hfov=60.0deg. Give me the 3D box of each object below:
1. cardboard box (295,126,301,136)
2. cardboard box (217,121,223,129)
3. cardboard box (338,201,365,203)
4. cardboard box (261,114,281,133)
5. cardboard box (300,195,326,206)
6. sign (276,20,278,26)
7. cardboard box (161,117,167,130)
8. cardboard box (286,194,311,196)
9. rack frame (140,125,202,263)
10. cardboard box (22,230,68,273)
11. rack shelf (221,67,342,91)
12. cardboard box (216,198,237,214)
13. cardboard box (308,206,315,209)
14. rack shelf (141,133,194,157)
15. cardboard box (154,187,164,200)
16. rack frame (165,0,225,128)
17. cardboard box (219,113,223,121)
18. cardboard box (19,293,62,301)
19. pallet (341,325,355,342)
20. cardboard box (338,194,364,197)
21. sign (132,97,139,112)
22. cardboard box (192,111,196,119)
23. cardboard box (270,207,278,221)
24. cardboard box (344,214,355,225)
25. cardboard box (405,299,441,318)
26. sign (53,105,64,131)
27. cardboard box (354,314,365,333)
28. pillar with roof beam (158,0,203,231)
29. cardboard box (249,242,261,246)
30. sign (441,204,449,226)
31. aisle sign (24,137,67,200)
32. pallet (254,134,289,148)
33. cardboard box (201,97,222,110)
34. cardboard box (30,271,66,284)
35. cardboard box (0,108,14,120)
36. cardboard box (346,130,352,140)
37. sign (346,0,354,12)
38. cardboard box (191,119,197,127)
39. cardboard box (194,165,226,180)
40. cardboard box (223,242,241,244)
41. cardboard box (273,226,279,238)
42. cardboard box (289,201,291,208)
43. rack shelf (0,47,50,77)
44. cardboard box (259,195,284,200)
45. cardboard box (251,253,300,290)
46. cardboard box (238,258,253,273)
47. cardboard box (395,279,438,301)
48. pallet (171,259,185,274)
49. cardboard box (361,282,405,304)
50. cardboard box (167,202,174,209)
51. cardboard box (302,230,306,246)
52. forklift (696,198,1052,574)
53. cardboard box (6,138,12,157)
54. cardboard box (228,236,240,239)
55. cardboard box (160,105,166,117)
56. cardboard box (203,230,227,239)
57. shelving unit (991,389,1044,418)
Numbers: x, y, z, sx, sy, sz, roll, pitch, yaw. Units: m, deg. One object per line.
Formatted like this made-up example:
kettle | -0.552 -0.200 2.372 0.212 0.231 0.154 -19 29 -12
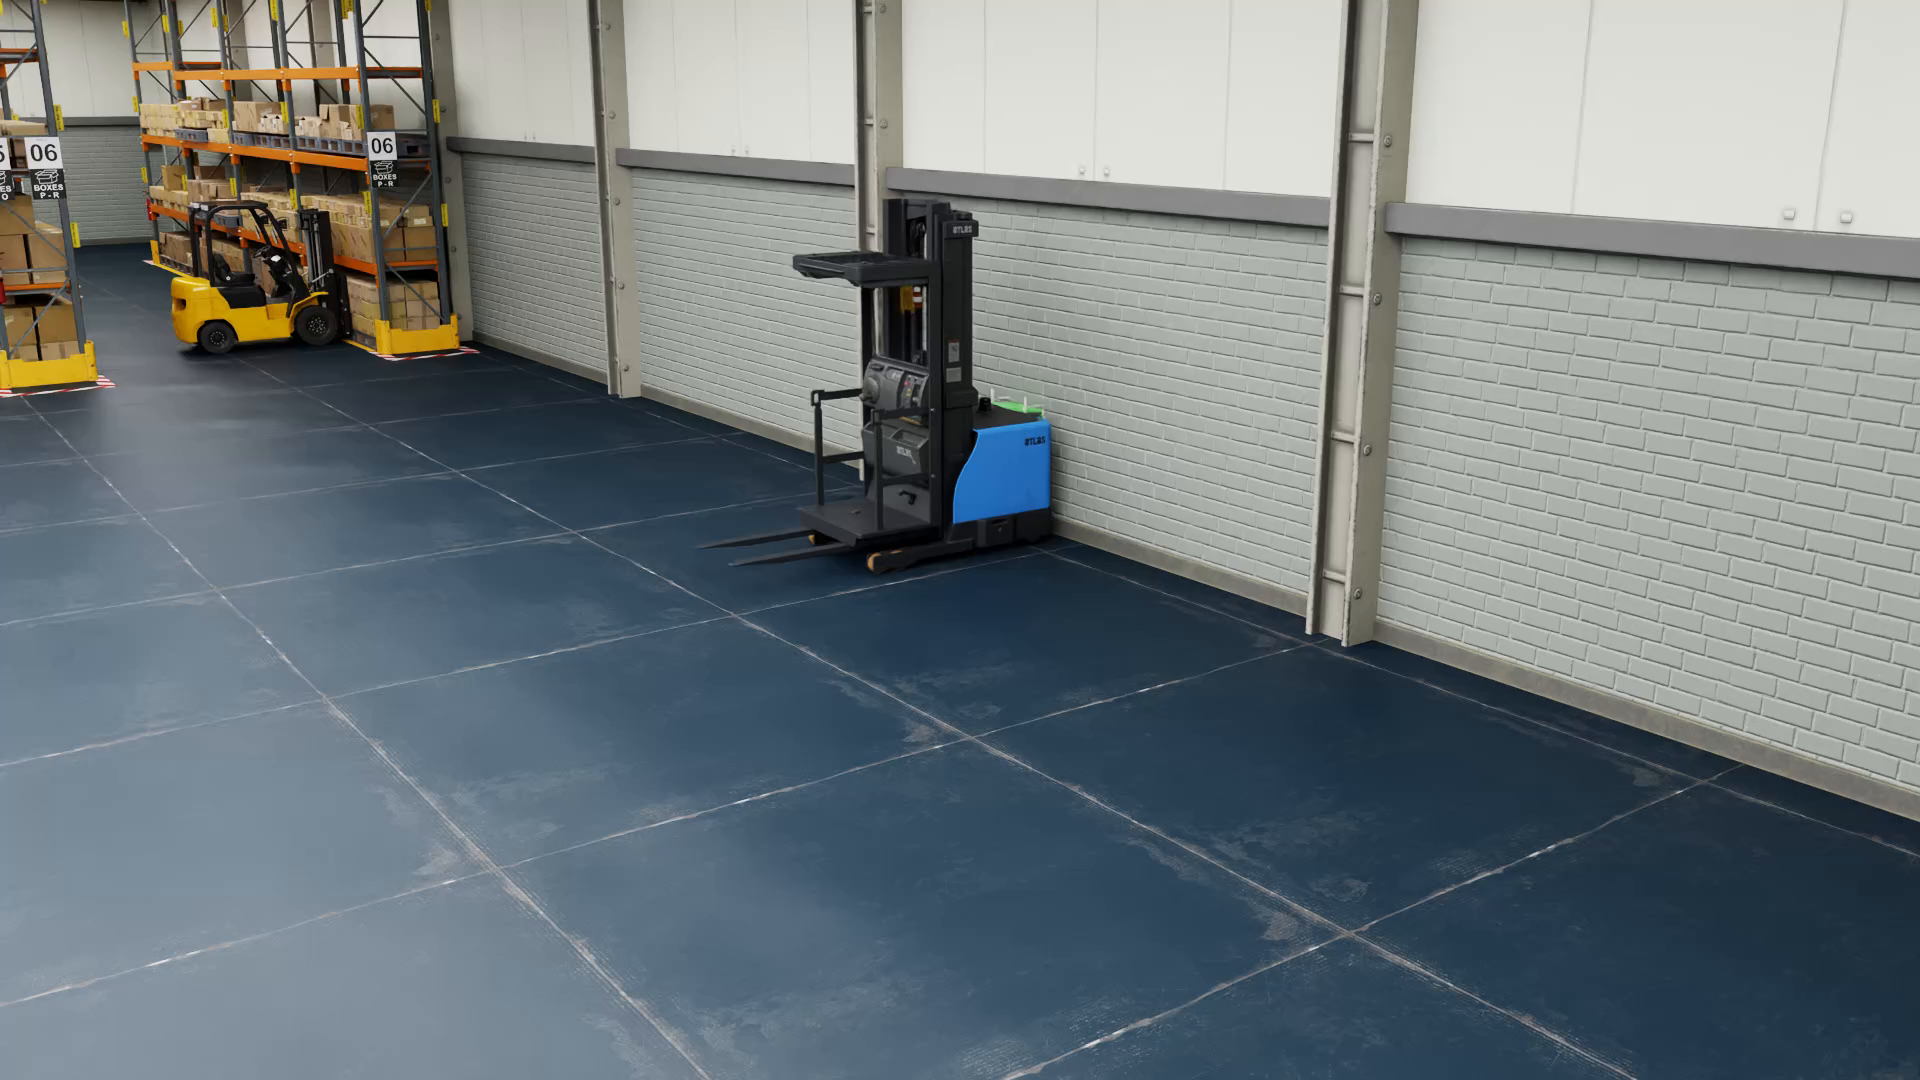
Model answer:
cardboard box | -10.484 -6.596 26.804 0.380 0.149 0.250 -10 18 -33
cardboard box | -13.709 -7.787 31.192 0.380 0.149 0.250 -11 19 -35
cardboard box | -9.438 -5.184 25.852 0.380 0.149 0.250 -11 19 -34
cardboard box | -11.576 -7.098 28.330 0.500 0.311 0.500 -12 19 -36
cardboard box | -10.555 -5.553 27.203 0.380 0.149 0.250 -10 18 -33
sign | -12.407 -9.524 30.260 0.100 0.325 0.005 -11 19 -35
cardboard box | -16.298 -8.674 34.624 0.500 0.250 0.500 -10 18 -33
cardboard box | -11.861 -6.127 29.863 0.380 0.149 0.250 -11 19 -35
rack frame | -17.558 -7.725 37.120 1.000 3.000 0.127 -11 19 -35
cardboard box | -12.217 -3.873 22.293 0.500 0.500 0.500 -11 19 -35
rack shelf | -11.678 -7.944 28.674 1.077 0.370 4.000 -11 19 -35
cardboard box | -13.736 -6.322 31.482 0.500 0.250 0.500 -12 19 -37
cardboard box | -10.374 -5.360 27.060 0.380 0.149 0.250 -10 18 -33
rack shelf | -16.382 -8.398 35.259 1.077 0.370 4.000 -11 19 -35
cardboard box | -17.212 -7.550 36.200 0.500 0.250 0.500 -11 19 -34
rack frame | -15.206 -9.765 33.207 1.000 3.000 0.127 -11 19 -35
cardboard box | -13.562 -7.876 30.955 0.380 0.149 0.250 -12 19 -36
cardboard box | -13.028 -3.215 23.633 0.500 0.500 0.500 -10 18 -33
pallet | -9.347 -3.381 26.529 1.003 0.211 1.213 -11 19 -35
cardboard box | -10.070 -5.646 27.542 0.380 0.149 0.250 -11 19 -34
sign | -17.997 -9.509 36.301 0.100 0.325 0.005 -11 19 -35
cardboard box | -14.572 -8.195 32.080 0.380 0.149 0.250 -11 19 -34
cardboard box | -11.602 -5.616 28.749 0.500 0.250 0.500 -10 18 -33
cardboard box | -9.190 -4.920 25.451 0.380 0.149 0.250 -12 19 -36
cardboard box | -8.259 -3.559 25.363 0.500 0.250 0.500 -10 18 -34
sign | -11.724 -5.490 21.616 0.100 0.325 0.005 -11 19 -35
cardboard box | -8.967 -3.344 25.525 0.500 0.250 0.500 -11 19 -35
pillar with roof beam | -21.896 -10.666 36.501 9.100 9.000 0.400 -11 19 -35
cardboard box | -13.712 -5.754 32.630 0.380 0.149 0.250 -11 19 -34
sign | -7.698 -4.849 24.822 0.100 0.325 0.005 -11 19 -35
aisle sign | -11.876 -4.826 21.603 0.394 0.787 0.004 -11 19 -35
pallet | -11.723 -7.003 29.158 1.003 0.211 1.213 -10 18 -32
cardboard box | -14.971 -8.736 33.274 0.396 0.266 0.258 -11 19 -35
cardboard box | -12.195 -3.521 22.235 0.380 0.149 0.250 -11 19 -34
cardboard box | -14.836 -6.502 25.509 0.500 0.250 0.500 -11 19 -36
cardboard box | -8.883 -6.015 24.680 0.380 0.149 0.250 -12 19 -36
sign | -8.598 -7.610 23.415 0.100 0.325 0.005 -11 19 -35
cardboard box | -14.608 -8.049 32.110 0.380 0.149 0.250 -10 18 -33
cardboard box | -15.866 -7.663 35.193 0.500 0.500 0.500 -11 19 -36
cardboard box | -14.210 -5.741 32.580 0.380 0.149 0.250 -11 19 -34
cardboard box | -11.577 -5.375 28.816 0.500 0.250 0.500 -11 19 -34
cardboard box | -11.150 -5.675 28.211 0.380 0.149 0.250 -11 19 -35
rack shelf | -13.339 -6.510 22.683 1.077 0.370 4.000 -11 19 -35
cardboard box | -12.239 -6.054 29.595 0.380 0.149 0.250 -11 19 -34
cardboard box | -12.498 -4.939 30.642 0.875 0.625 0.625 -10 18 -33
cardboard box | -13.277 -5.071 31.361 0.500 0.500 0.500 -10 18 -33
cardboard box | -8.280 -3.799 25.295 0.500 0.250 0.500 -11 19 -35
pallet | -16.331 -5.934 35.856 1.003 0.211 1.213 -11 19 -35
cardboard box | -8.673 -3.717 24.995 0.500 0.250 0.500 -10 18 -33
cardboard box | -16.698 -7.156 35.514 0.380 0.149 0.250 -10 18 -33
cardboard box | -10.453 -5.076 27.250 0.500 0.500 0.500 -12 19 -36
forklift | -0.711 -1.297 13.763 3.031 2.935 1.130 -10 18 -32
cardboard box | -12.682 -5.123 21.650 0.500 0.250 0.500 -11 19 -35
cardboard box | -14.756 -6.147 34.065 0.380 0.149 0.250 -12 19 -37
cardboard box | -16.294 -8.917 34.566 0.500 0.250 0.500 -10 18 -34
cardboard box | -15.019 -6.159 33.543 0.380 0.149 0.250 -12 19 -37
shelving unit | 0.491 -0.726 14.919 0.258 1.200 0.503 -6 16 -34
